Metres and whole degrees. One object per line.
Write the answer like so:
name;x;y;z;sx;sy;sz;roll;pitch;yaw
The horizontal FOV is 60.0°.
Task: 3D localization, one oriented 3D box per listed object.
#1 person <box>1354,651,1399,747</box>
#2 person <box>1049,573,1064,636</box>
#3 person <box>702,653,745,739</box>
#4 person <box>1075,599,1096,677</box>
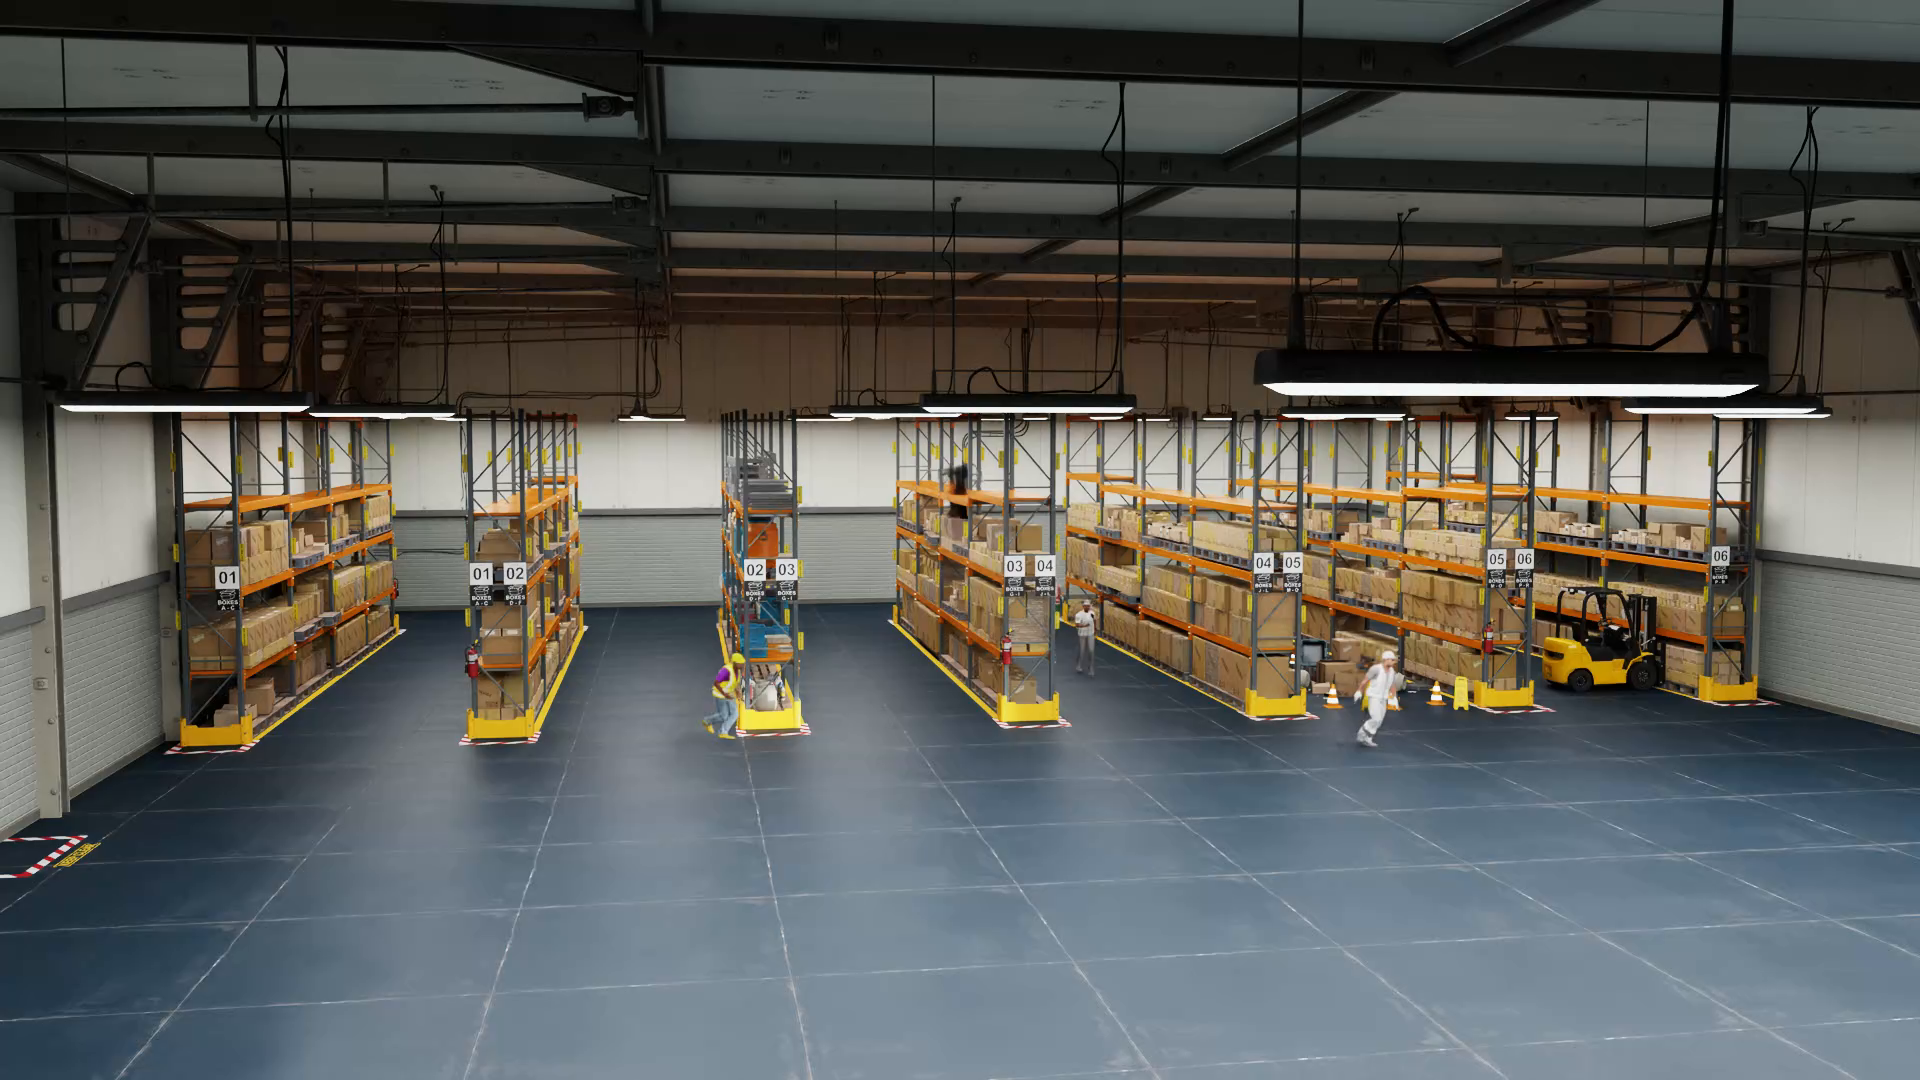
person;7.390;2.805;29.384;0.663;1.724;0.618;-3;5;-33
person;2.502;1.733;44.683;0.646;1.743;0.603;-1;4;-12
person;-4.302;2.827;30.230;0.988;1.585;0.676;2;5;29
person;2.877;2.188;38.073;0.565;1.690;0.859;-1;4;-12
